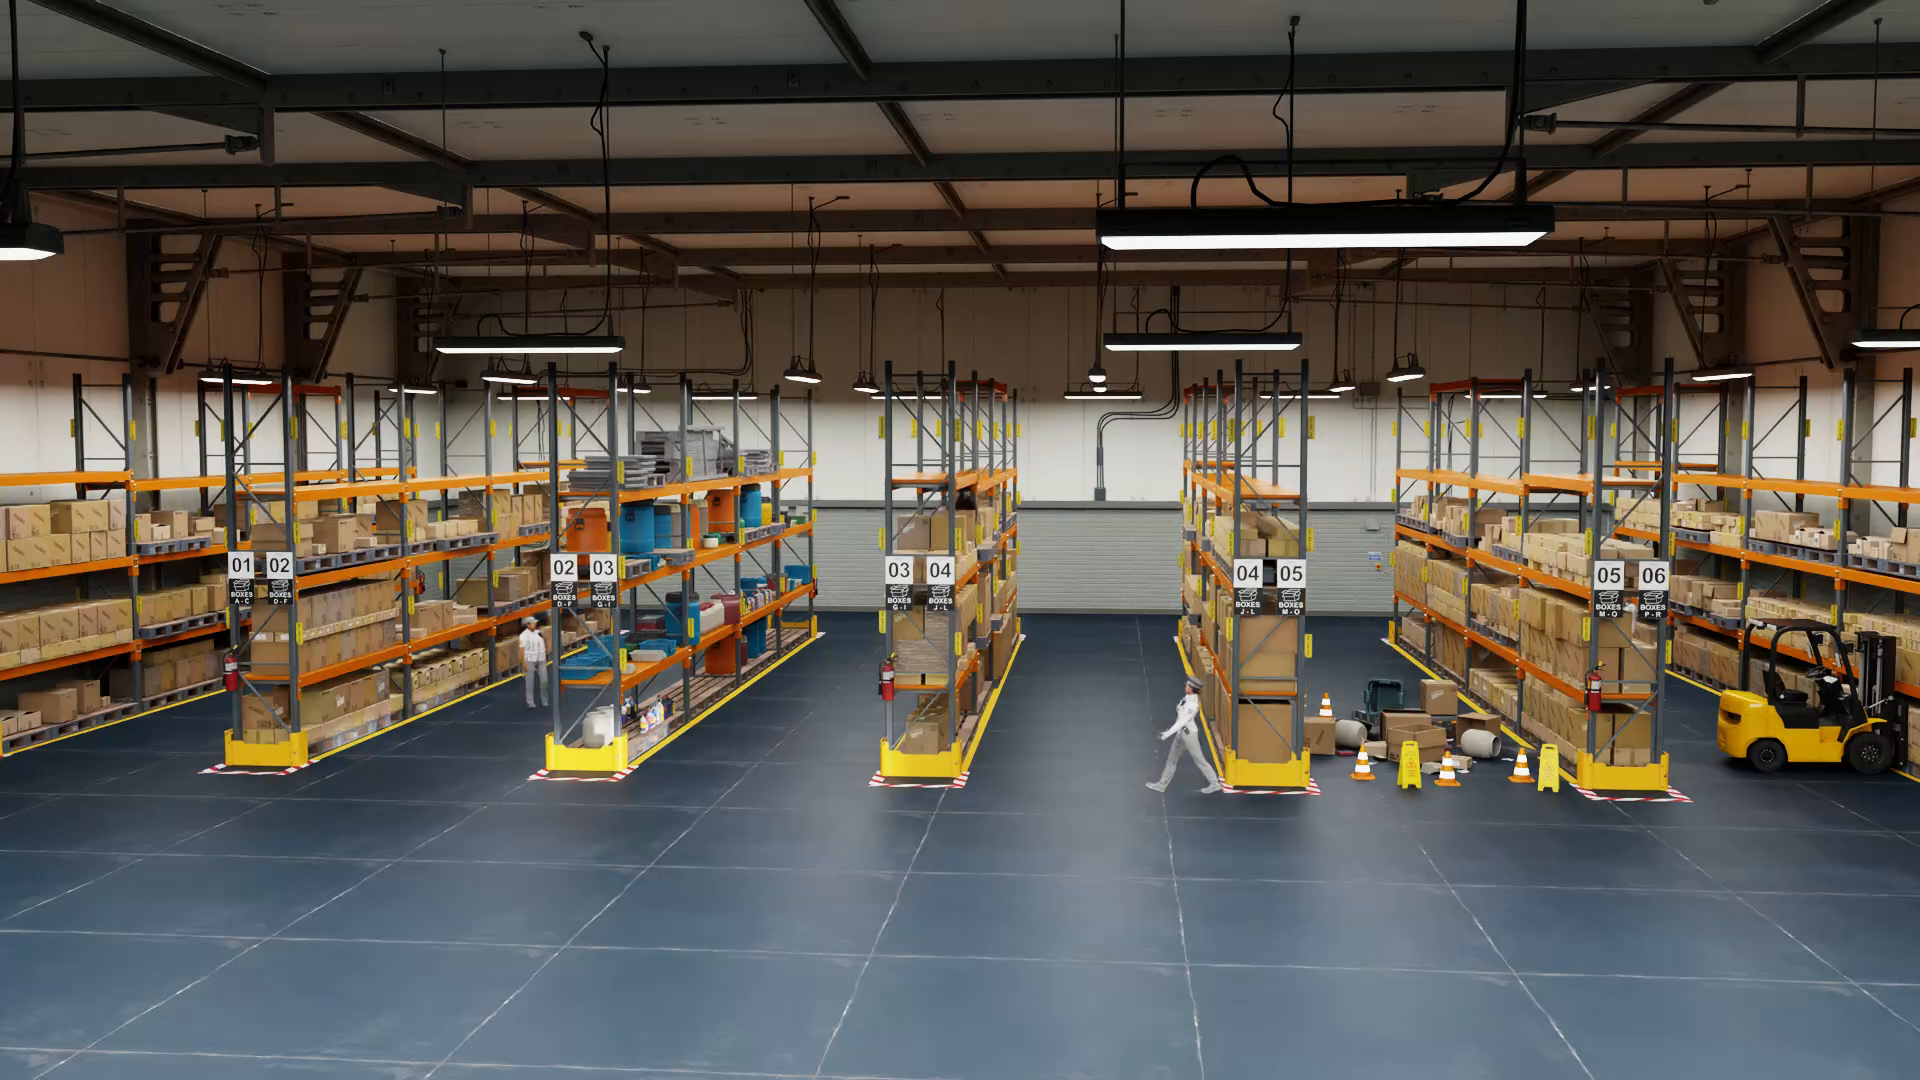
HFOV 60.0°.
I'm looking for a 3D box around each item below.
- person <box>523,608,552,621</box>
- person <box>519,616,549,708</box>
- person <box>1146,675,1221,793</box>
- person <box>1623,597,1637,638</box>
[{"bbox_3d":[-10.710,1.339,42.621,1.061,1.746,0.660,2,4,25],"label":"person"},{"bbox_3d":[-7.707,2.220,30.115,0.569,1.697,0.400,-3,5,-35],"label":"person"},{"bbox_3d":[3.079,2.669,22.891,1.015,1.626,0.565,0,4,1],"label":"person"},{"bbox_3d":[13.560,1.895,33.906,0.428,1.772,0.586,1,4,14],"label":"person"}]
